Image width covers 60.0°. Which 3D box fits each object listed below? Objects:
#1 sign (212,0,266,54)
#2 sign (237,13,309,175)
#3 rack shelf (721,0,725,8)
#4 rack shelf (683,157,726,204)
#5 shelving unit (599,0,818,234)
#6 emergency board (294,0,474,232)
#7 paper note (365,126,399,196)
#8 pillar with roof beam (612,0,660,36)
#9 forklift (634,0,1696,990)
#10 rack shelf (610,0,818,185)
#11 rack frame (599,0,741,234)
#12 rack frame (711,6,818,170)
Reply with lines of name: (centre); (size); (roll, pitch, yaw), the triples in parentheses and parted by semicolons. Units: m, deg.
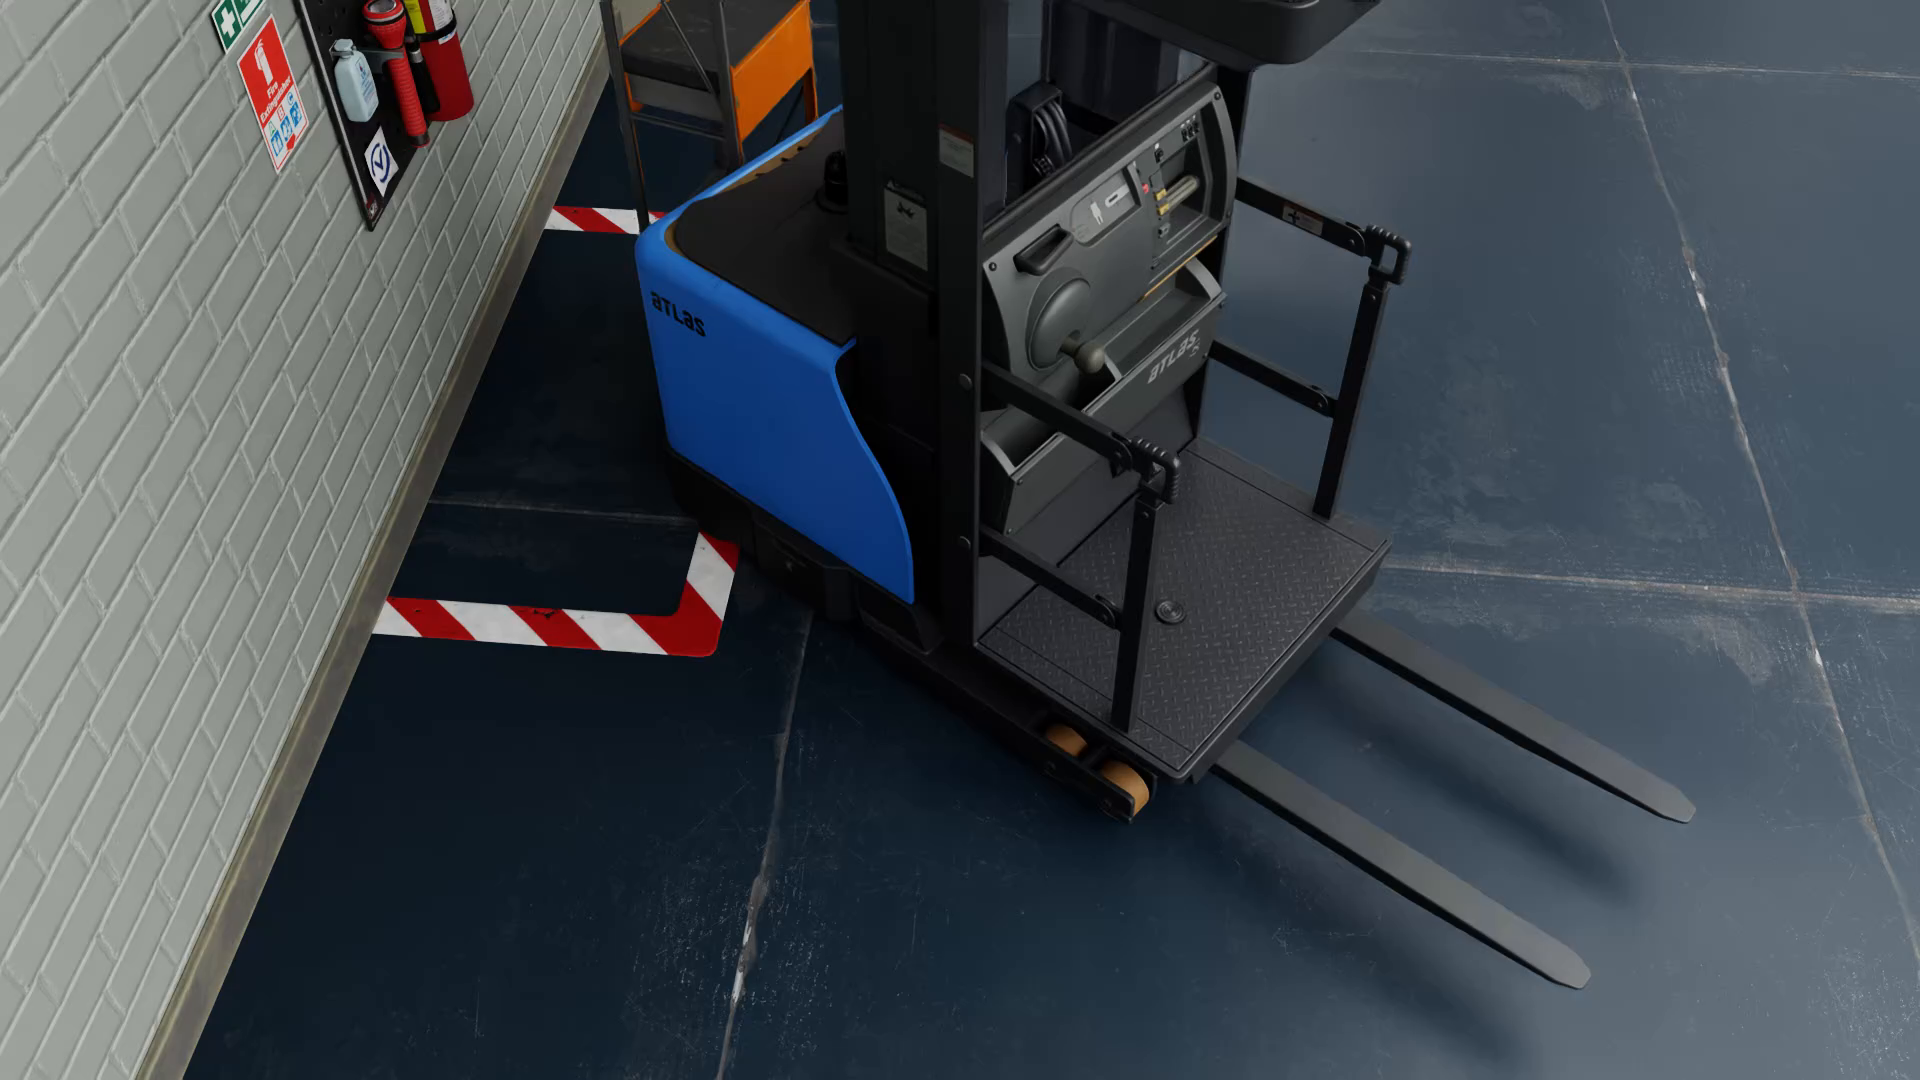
sign: (-1.734, -1.314, 4.036); (0.001, 0.109, 0.331); (4, 48, 4)
sign: (-1.743, -1.133, 4.229); (0.001, 0.329, 0.234); (4, 48, 4)
rack shelf: (-0.744, -1.857, 4.589); (0.431, 0.518, 0.480); (17, 49, 16)
rack shelf: (-0.735, -0.900, 5.611); (0.431, 0.518, 0.480); (17, 49, 16)
shelving unit: (-0.740, -1.388, 5.090); (0.431, 2.100, 0.503); (17, 49, 16)
emergency board: (-1.590, -1.520, 4.607); (0.194, 1.169, 0.643); (4, 48, 4)
paper note: (-1.675, -1.097, 4.818); (0.016, 0.148, 0.142); (4, 48, 4)
pillar with roof beam: (2.960, -5.068, 3.787); (9.100, 9.000, 0.400); (4, 48, 4)
forklift: (0.537, -0.671, 3.877); (3.031, 2.935, 1.130); (32, 55, 26)
rack shelf: (-0.740, -1.379, 5.100); (0.431, 0.518, 0.480); (17, 49, 16)
rack frame: (-0.836, -1.224, 4.937); (0.400, 2.100, 0.015); (17, 49, 16)
rack frame: (-0.643, -1.552, 5.243); (0.400, 2.100, 0.015); (17, 49, 16)
